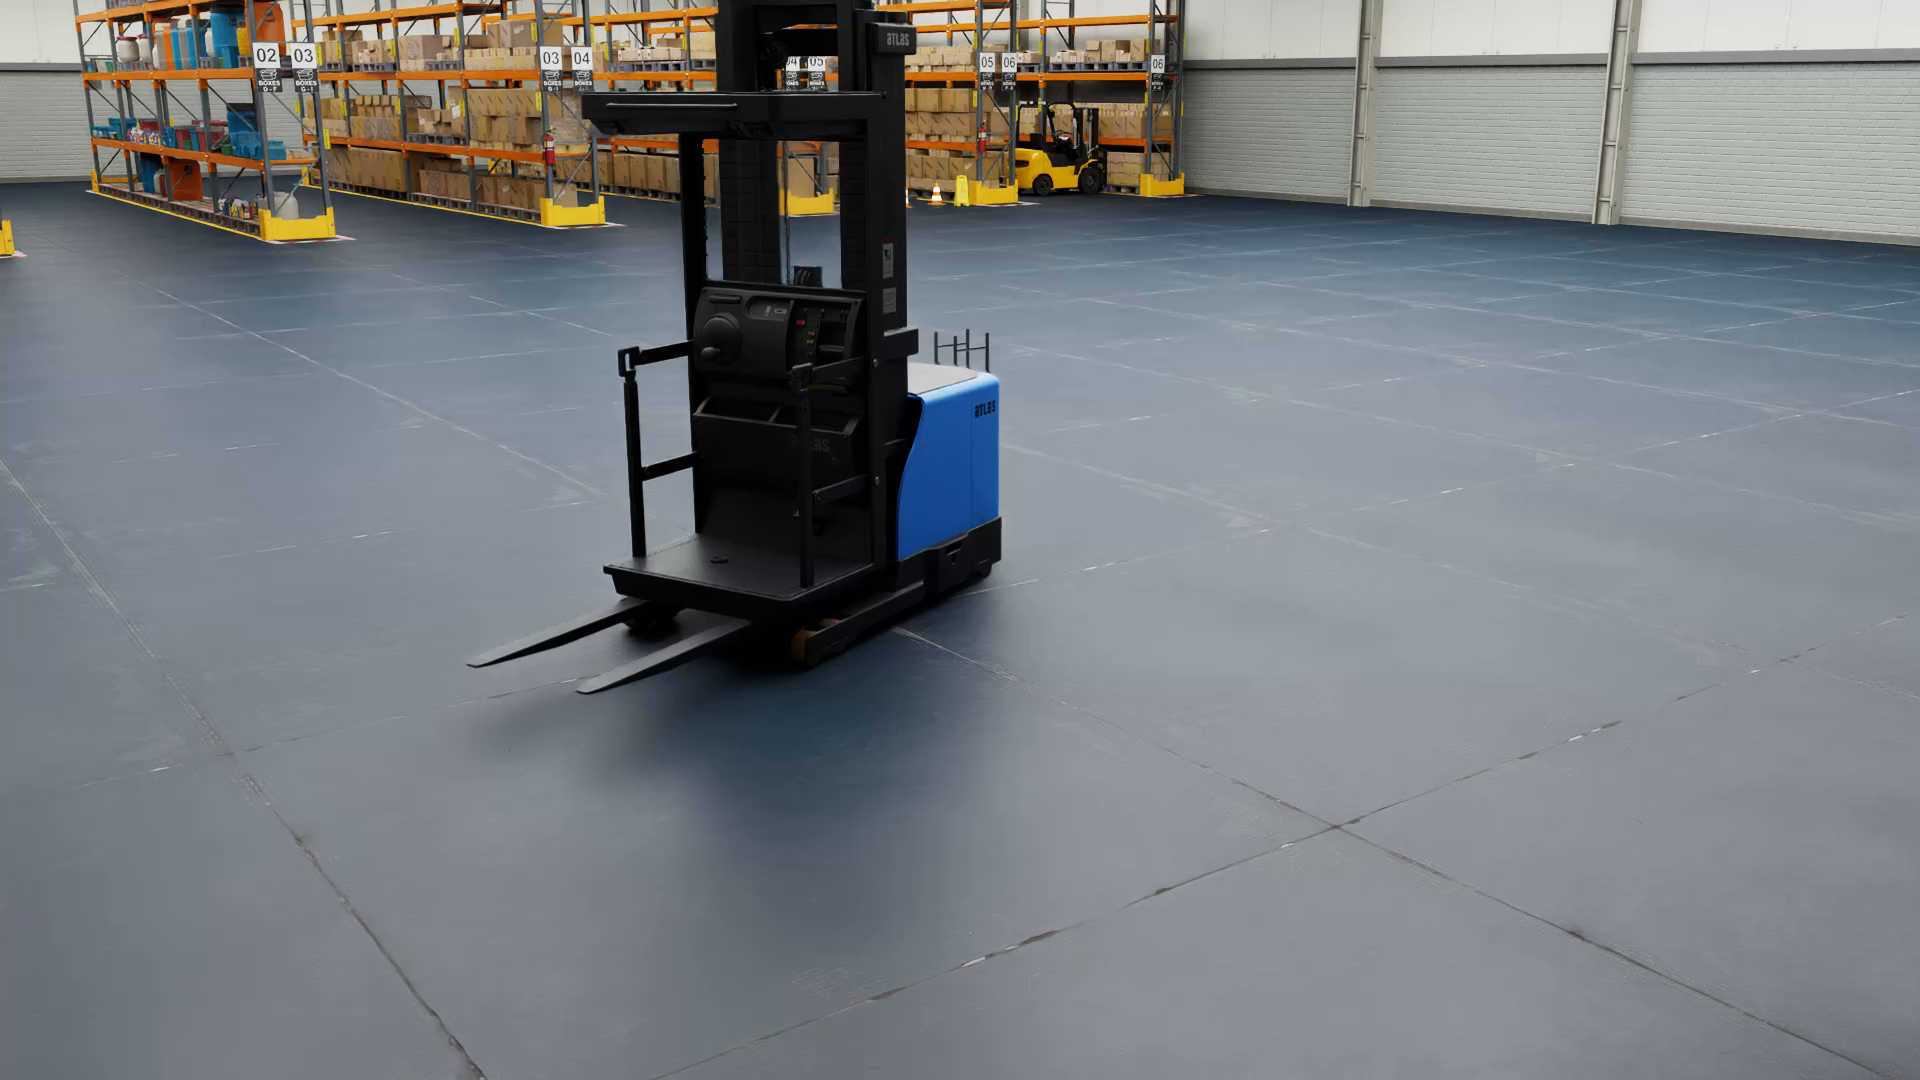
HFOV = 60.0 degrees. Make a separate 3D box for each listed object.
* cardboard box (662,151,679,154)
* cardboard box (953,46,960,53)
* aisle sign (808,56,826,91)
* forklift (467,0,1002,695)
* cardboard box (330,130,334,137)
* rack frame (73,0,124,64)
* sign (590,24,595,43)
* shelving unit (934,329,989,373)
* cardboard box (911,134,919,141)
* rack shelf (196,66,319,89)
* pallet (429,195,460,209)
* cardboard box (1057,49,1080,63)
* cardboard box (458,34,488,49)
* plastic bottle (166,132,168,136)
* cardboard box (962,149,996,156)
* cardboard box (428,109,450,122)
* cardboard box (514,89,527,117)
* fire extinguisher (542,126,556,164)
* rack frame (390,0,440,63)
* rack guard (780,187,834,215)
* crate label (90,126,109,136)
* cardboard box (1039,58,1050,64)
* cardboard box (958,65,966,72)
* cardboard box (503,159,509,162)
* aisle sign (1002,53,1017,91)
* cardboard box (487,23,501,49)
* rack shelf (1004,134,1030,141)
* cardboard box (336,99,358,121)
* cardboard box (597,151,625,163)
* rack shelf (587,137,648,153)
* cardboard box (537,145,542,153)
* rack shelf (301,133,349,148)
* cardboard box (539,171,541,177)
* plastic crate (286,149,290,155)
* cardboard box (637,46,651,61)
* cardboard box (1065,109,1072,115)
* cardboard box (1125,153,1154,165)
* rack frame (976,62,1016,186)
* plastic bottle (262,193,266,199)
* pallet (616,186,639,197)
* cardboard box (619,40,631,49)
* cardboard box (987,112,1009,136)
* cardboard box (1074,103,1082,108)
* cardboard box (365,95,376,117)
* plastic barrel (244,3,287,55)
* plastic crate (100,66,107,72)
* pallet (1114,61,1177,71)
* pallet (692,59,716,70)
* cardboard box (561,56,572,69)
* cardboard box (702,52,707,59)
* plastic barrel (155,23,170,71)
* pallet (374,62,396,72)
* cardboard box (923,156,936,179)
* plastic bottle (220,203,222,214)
[{"bbox_3d":[-8.150,-11.171,48.768,0.875,0.438,0.875,-12,19,-36],"label":"cardboard box"},{"bbox_3d":[0.065,-10.763,36.500,0.380,0.149,0.250,-11,19,-35],"label":"cardboard box"},{"bbox_3d":[-2.872,-9.409,33.346,0.394,0.787,0.004,-11,19,-35],"label":"aisle sign"},{"bbox_3d":[-0.970,-0.983,7.617,1.130,2.935,3.031,9,18,30],"label":"forklift"},{"bbox_3d":[-15.333,-10.050,41.091,0.380,0.149,0.250,-10,18,-34],"label":"cardboard box"},{"bbox_3d":[-20.642,-12.917,39.723,1.000,3.000,0.127,-11,19,-35],"label":"rack frame"},{"bbox_3d":[-6.789,-9.328,30.637,0.100,0.325,0.005,-11,19,-35],"label":"sign"},{"bbox_3d":[0.009,-0.576,9.406,0.258,1.200,0.189,-11,19,-35],"label":"shelving unit"},{"bbox_3d":[-0.893,-9.255,38.183,0.380,0.149,0.250,-11,19,-34],"label":"cardboard box"},{"bbox_3d":[-12.410,-8.133,29.291,1.077,0.370,4.000,-11,19,-35],"label":"rack shelf"},{"bbox_3d":[-10.760,-7.311,35.888,1.003,0.211,1.213,-11,19,-35],"label":"pallet"},{"bbox_3d":[2.741,-11.978,41.159,0.500,0.311,0.500,-10,18,-33],"label":"cardboard box"},{"bbox_3d":[-9.776,-10.044,33.919,0.797,0.503,0.637,-12,19,-37],"label":"cardboard box"},{"bbox_3d":[-17.375,-8.864,36.523,0.097,0.271,0.097,0,15,0],"label":"plastic bottle"},{"bbox_3d":[0.453,-10.315,45.284,0.875,0.625,0.625,-10,18,-33],"label":"cardboard box"},{"bbox_3d":[-11.172,-9.121,36.236,0.700,0.500,0.500,-8,17,-26],"label":"cardboard box"},{"bbox_3d":[-8.050,-8.234,31.332,0.500,0.500,0.500,-11,19,-35],"label":"cardboard box"},{"bbox_3d":[-7.533,-7.242,30.500,0.296,0.674,0.183,-11,19,-35],"label":"fire extinguisher"},{"bbox_3d":[-11.931,-11.977,36.290,1.000,3.000,0.127,-11,19,-35],"label":"rack frame"},{"bbox_3d":[-3.142,-6.913,33.886,1.175,0.500,0.348,-11,19,-35],"label":"rack guard"},{"bbox_3d":[-20.763,-9.867,40.149,0.416,0.233,0.303,-11,19,-35],"label":"crate label"},{"bbox_3d":[2.109,-12.327,42.741,0.380,0.149,0.250,-11,19,-35],"label":"cardboard box"},{"bbox_3d":[0.180,-10.320,36.393,0.380,0.149,0.250,-11,19,-34],"label":"cardboard box"},{"bbox_3d":[-12.227,-10.376,45.282,0.380,0.149,0.250,-11,19,-35],"label":"cardboard box"},{"bbox_3d":[1.076,-10.202,36.245,0.394,0.787,0.004,-11,19,-35],"label":"aisle sign"},{"bbox_3d":[-9.109,-10.052,33.240,0.500,0.500,0.500,-12,19,-36],"label":"cardboard box"},{"bbox_3d":[1.273,-10.619,44.054,1.077,0.370,4.000,-11,19,-35],"label":"rack shelf"},{"bbox_3d":[-14.770,-10.427,40.291,0.500,0.500,0.500,-10,18,-33],"label":"cardboard box"},{"bbox_3d":[-8.474,-9.296,40.376,0.500,0.250,0.500,-11,19,-36],"label":"cardboard box"},{"bbox_3d":[-9.036,-9.912,41.471,1.077,0.370,4.000,-11,19,-35],"label":"rack shelf"},{"bbox_3d":[-7.709,-7.336,31.174,0.380,0.149,0.250,-11,19,-35],"label":"cardboard box"},{"bbox_3d":[-15.459,-10.018,41.858,1.077,0.370,4.000,-11,19,-35],"label":"rack shelf"},{"bbox_3d":[-10.803,-9.613,43.620,0.380,0.149,0.250,-10,18,-33],"label":"cardboard box"},{"bbox_3d":[-12.426,-7.026,30.064,0.530,0.136,0.437,-11,19,-35],"label":"plastic crate"},{"bbox_3d":[-7.016,-11.081,37.882,0.500,0.311,0.500,-11,19,-36],"label":"cardboard box"},{"bbox_3d":[2.838,-10.620,41.279,0.380,0.149,0.250,-10,18,-33],"label":"cardboard box"},{"bbox_3d":[4.278,-9.093,39.636,0.500,0.250,0.500,-10,18,-33],"label":"cardboard box"},{"bbox_3d":[0.788,-8.913,36.460,1.000,3.000,0.127,-11,19,-35],"label":"rack frame"},{"bbox_3d":[-12.974,-6.302,31.105,0.144,0.351,0.185,-11,19,-36],"label":"plastic bottle"},{"bbox_3d":[-7.457,-8.307,39.526,1.003,0.211,1.213,-11,19,-35],"label":"pallet"},{"bbox_3d":[-8.178,-11.935,40.180,0.396,0.266,0.258,-11,19,-35],"label":"cardboard box"},{"bbox_3d":[0.734,-9.249,36.935,0.500,0.500,0.500,-11,19,-35],"label":"cardboard box"},{"bbox_3d":[3.024,-10.712,41.051,0.380,0.149,0.250,-11,19,-35],"label":"cardboard box"},{"bbox_3d":[-13.507,-10.186,39.021,0.797,0.503,0.637,-11,19,-34],"label":"cardboard box"},{"bbox_3d":[-11.623,-8.547,27.830,0.600,0.830,0.708,-11,19,-35],"label":"plastic barrel"},{"bbox_3d":[-19.345,-10.701,37.809,0.293,0.136,0.466,-11,19,-35],"label":"plastic crate"},{"bbox_3d":[4.406,-11.244,39.460,1.003,0.211,1.213,-11,19,-35],"label":"pallet"},{"bbox_3d":[-5.035,-10.205,35.667,1.003,0.211,1.213,-11,19,-35],"label":"pallet"},{"bbox_3d":[-7.302,-8.893,30.987,0.500,0.250,0.500,-10,18,-33],"label":"cardboard box"},{"bbox_3d":[-5.270,-10.315,35.390,0.380,0.149,0.250,-11,19,-35],"label":"cardboard box"},{"bbox_3d":[-15.630,-9.794,33.047,0.600,0.901,0.600,0,15,0],"label":"plastic barrel"},{"bbox_3d":[-12.353,-10.568,37.183,1.213,0.211,1.003,-10,18,-32],"label":"pallet"},{"bbox_3d":[-0.494,-8.502,37.949,0.500,0.500,0.500,-11,19,-36],"label":"cardboard box"},{"bbox_3d":[-13.693,-6.165,30.887,0.097,0.201,0.097,0,15,0],"label":"plastic bottle"}]
